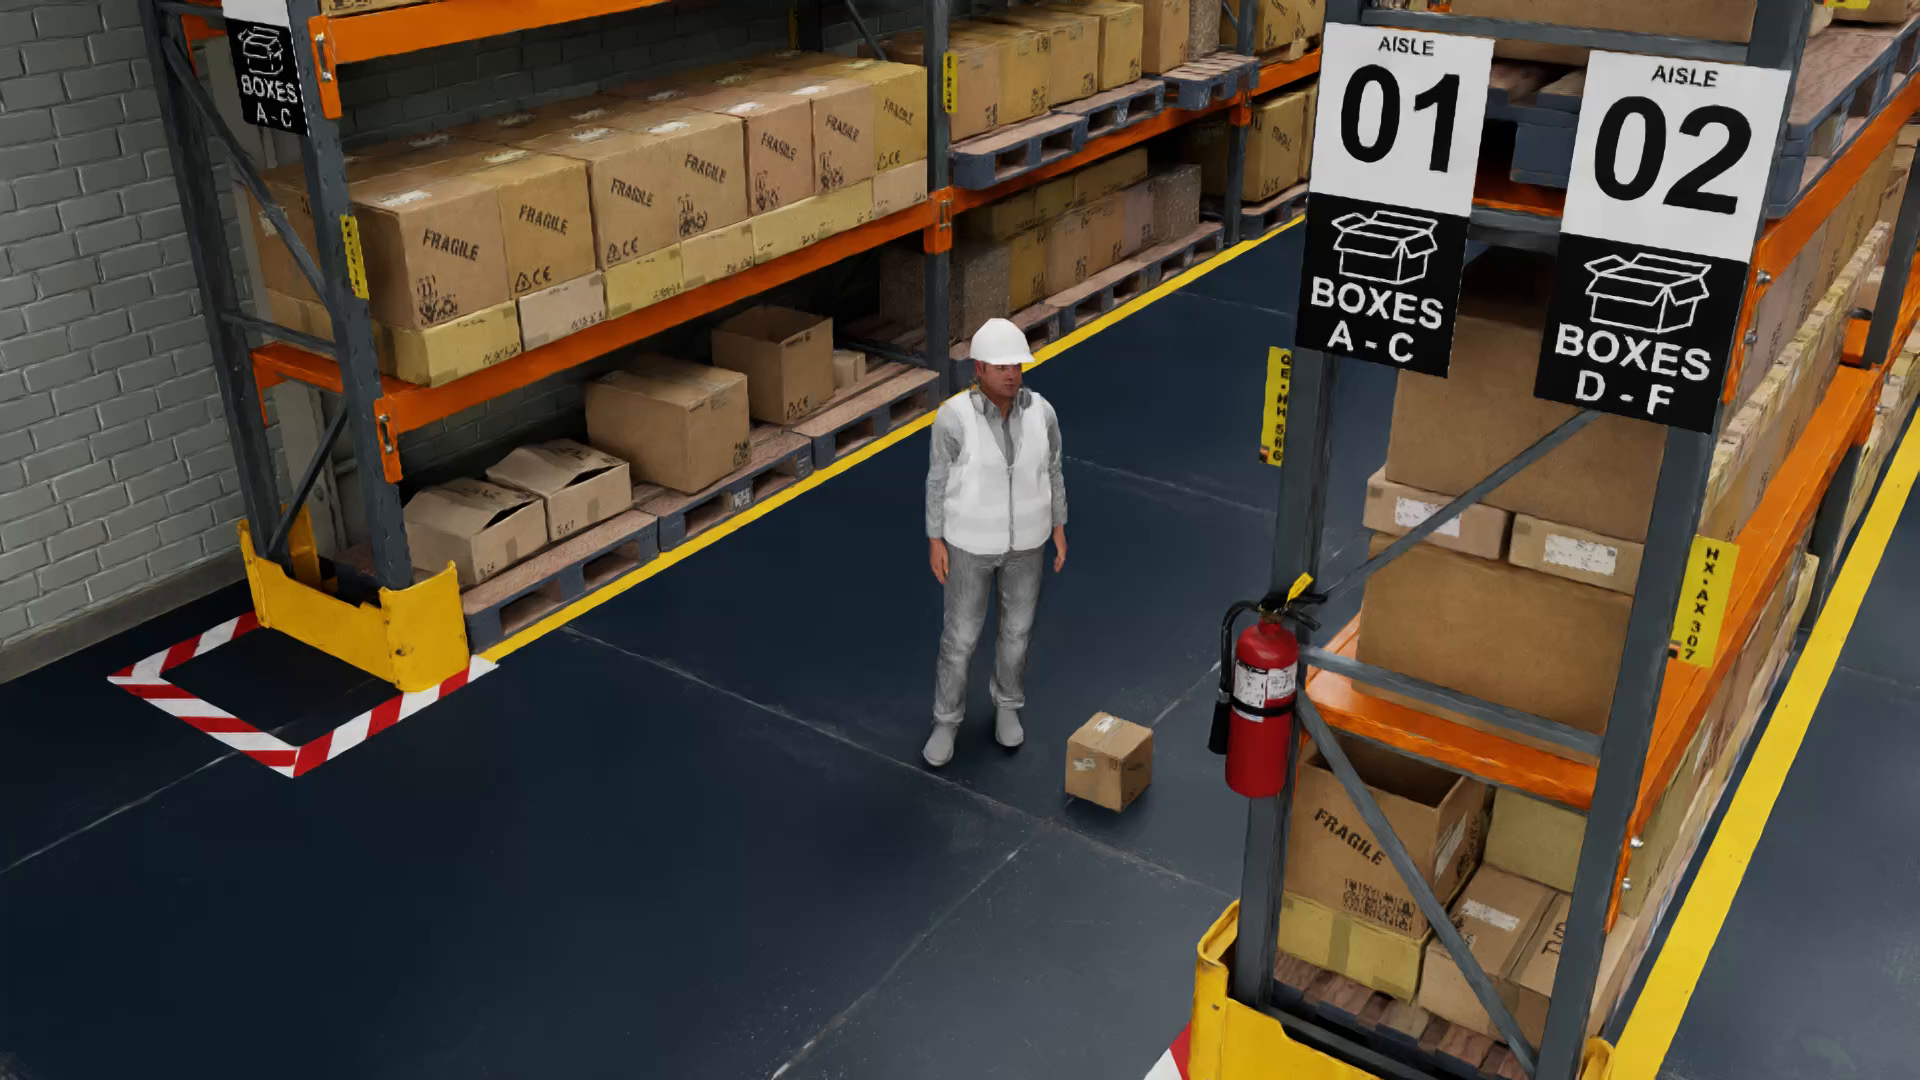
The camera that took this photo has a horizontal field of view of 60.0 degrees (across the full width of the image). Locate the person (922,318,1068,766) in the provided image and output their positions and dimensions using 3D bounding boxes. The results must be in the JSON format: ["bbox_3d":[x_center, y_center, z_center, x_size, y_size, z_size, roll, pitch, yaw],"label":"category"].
[{"bbox_3d":[0.124,0.004,6.560,0.658,1.779,0.403,-9,28,-17],"label":"person"}]
